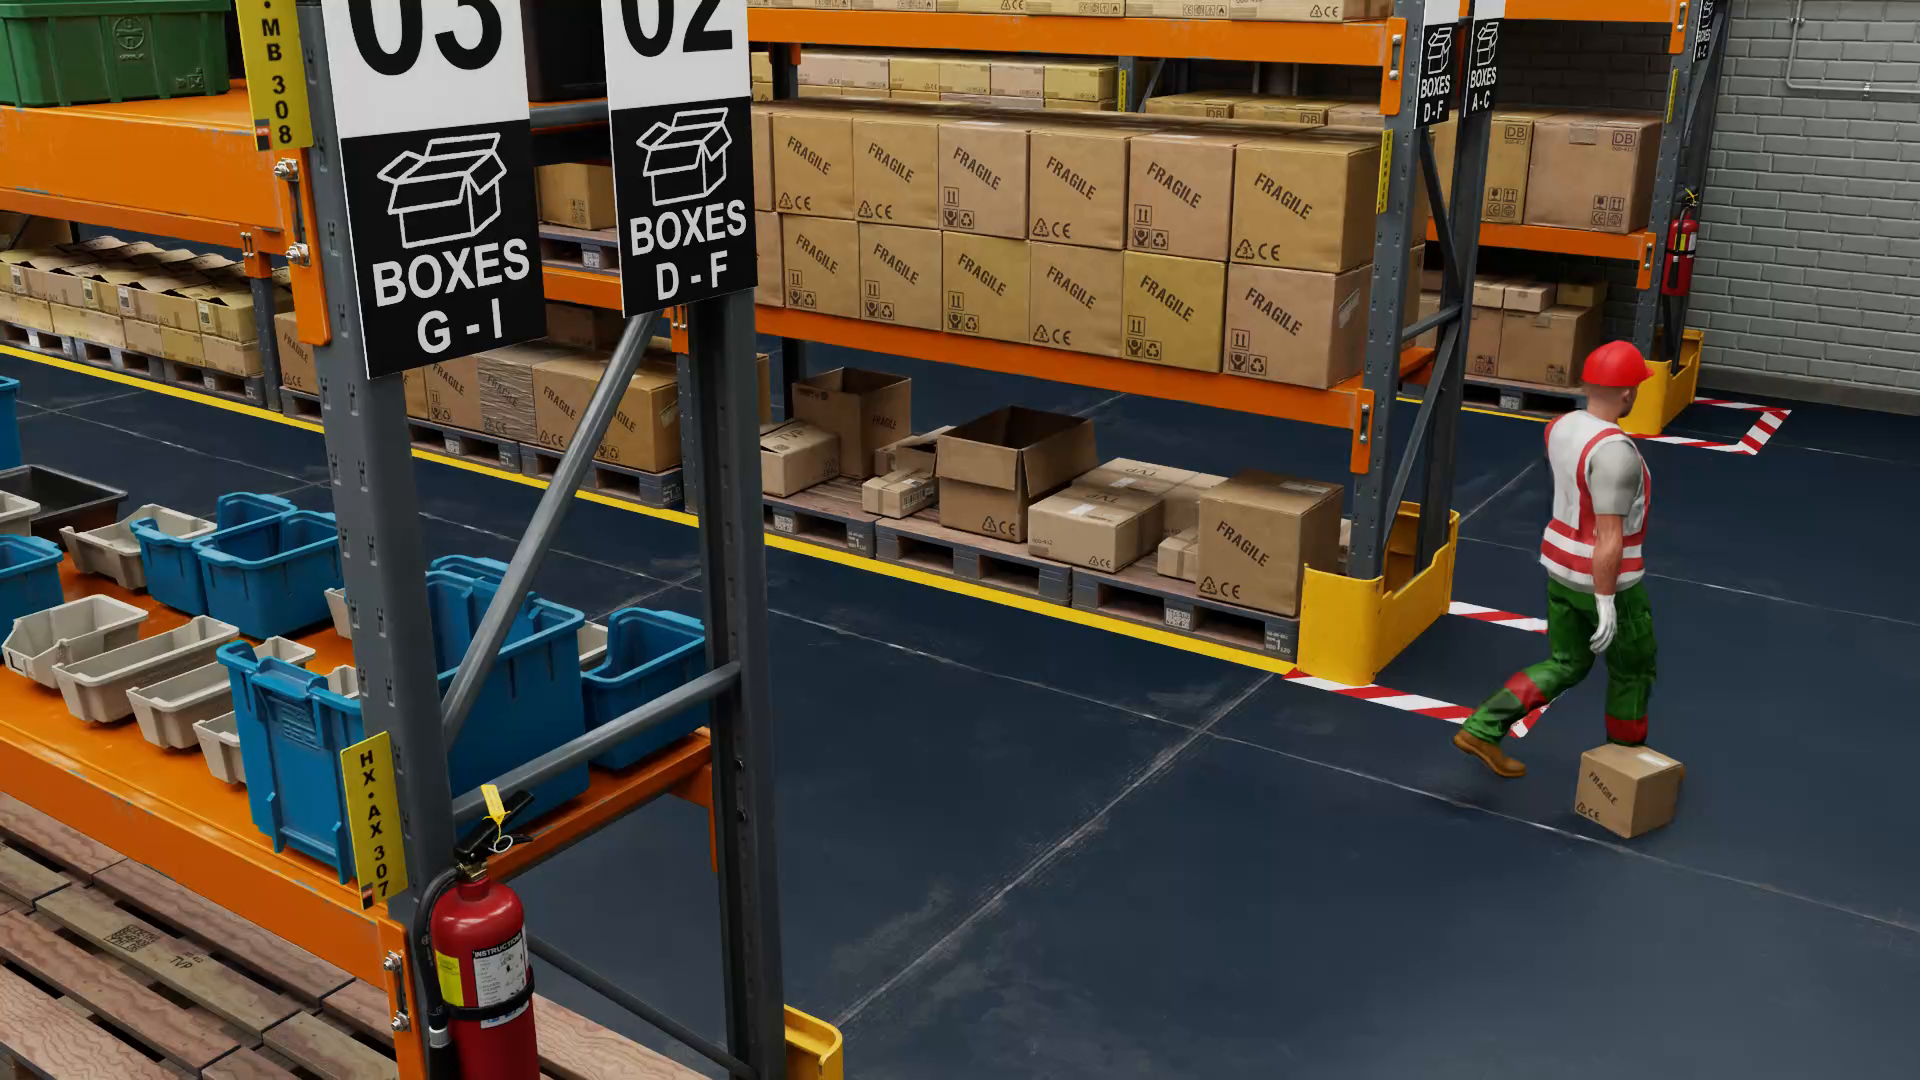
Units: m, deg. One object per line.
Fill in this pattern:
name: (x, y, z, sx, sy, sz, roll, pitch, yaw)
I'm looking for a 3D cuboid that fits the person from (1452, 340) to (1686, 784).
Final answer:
person: (2.370, 0.141, 6.148, 0.871, 1.763, 0.617, -2, 20, -6)
